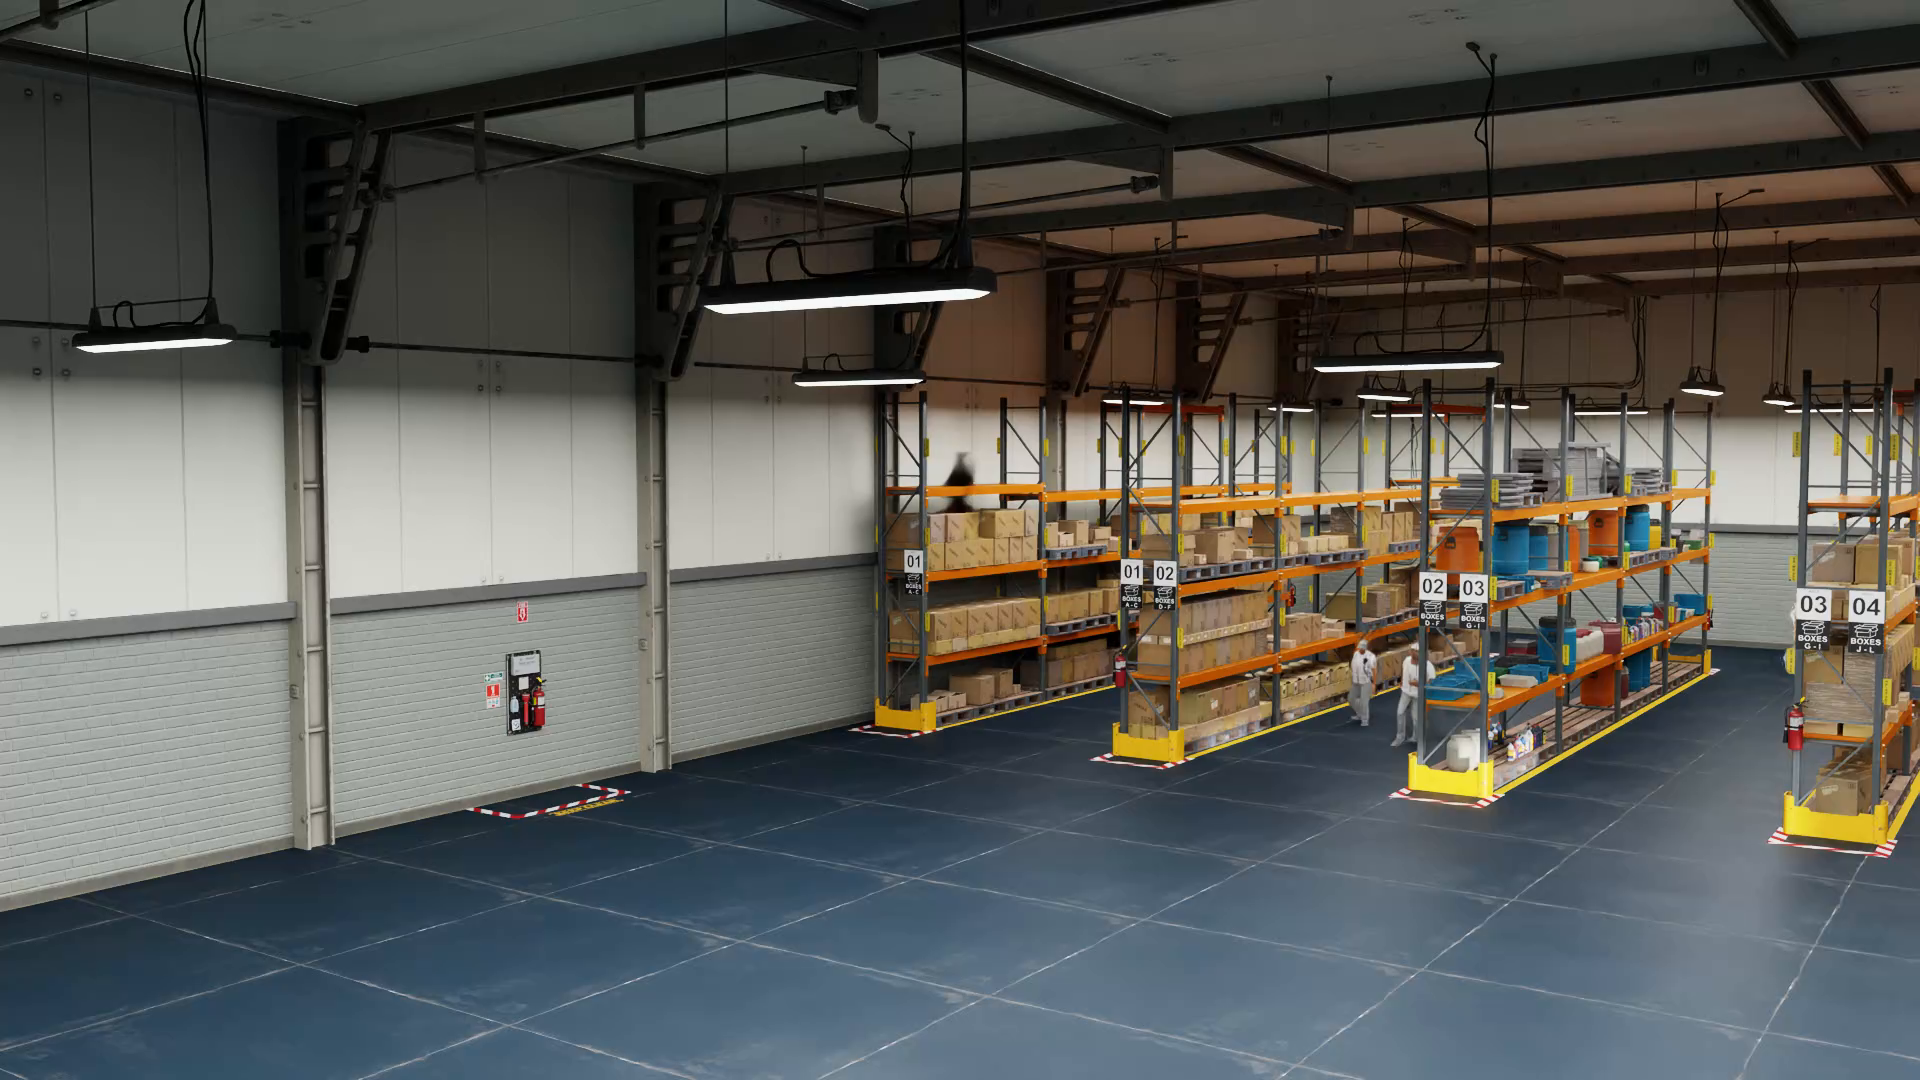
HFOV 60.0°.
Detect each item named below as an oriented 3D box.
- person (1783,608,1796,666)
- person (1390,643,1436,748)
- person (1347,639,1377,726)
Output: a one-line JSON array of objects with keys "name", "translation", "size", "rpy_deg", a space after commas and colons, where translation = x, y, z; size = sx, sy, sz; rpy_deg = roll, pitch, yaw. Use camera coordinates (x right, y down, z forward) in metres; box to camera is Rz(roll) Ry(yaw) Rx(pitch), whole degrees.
[{"name": "person", "translation": [18.907, 2.068, 37.078], "size": [0.739, 1.725, 1.034], "rpy_deg": [-2, 4, -27]}, {"name": "person", "translation": [7.624, 2.593, 27.744], "size": [0.719, 1.788, 0.714], "rpy_deg": [3, 4, 40]}, {"name": "person", "translation": [7.248, 2.548, 29.932], "size": [0.676, 1.587, 0.759], "rpy_deg": [-3, 4, -41]}]
